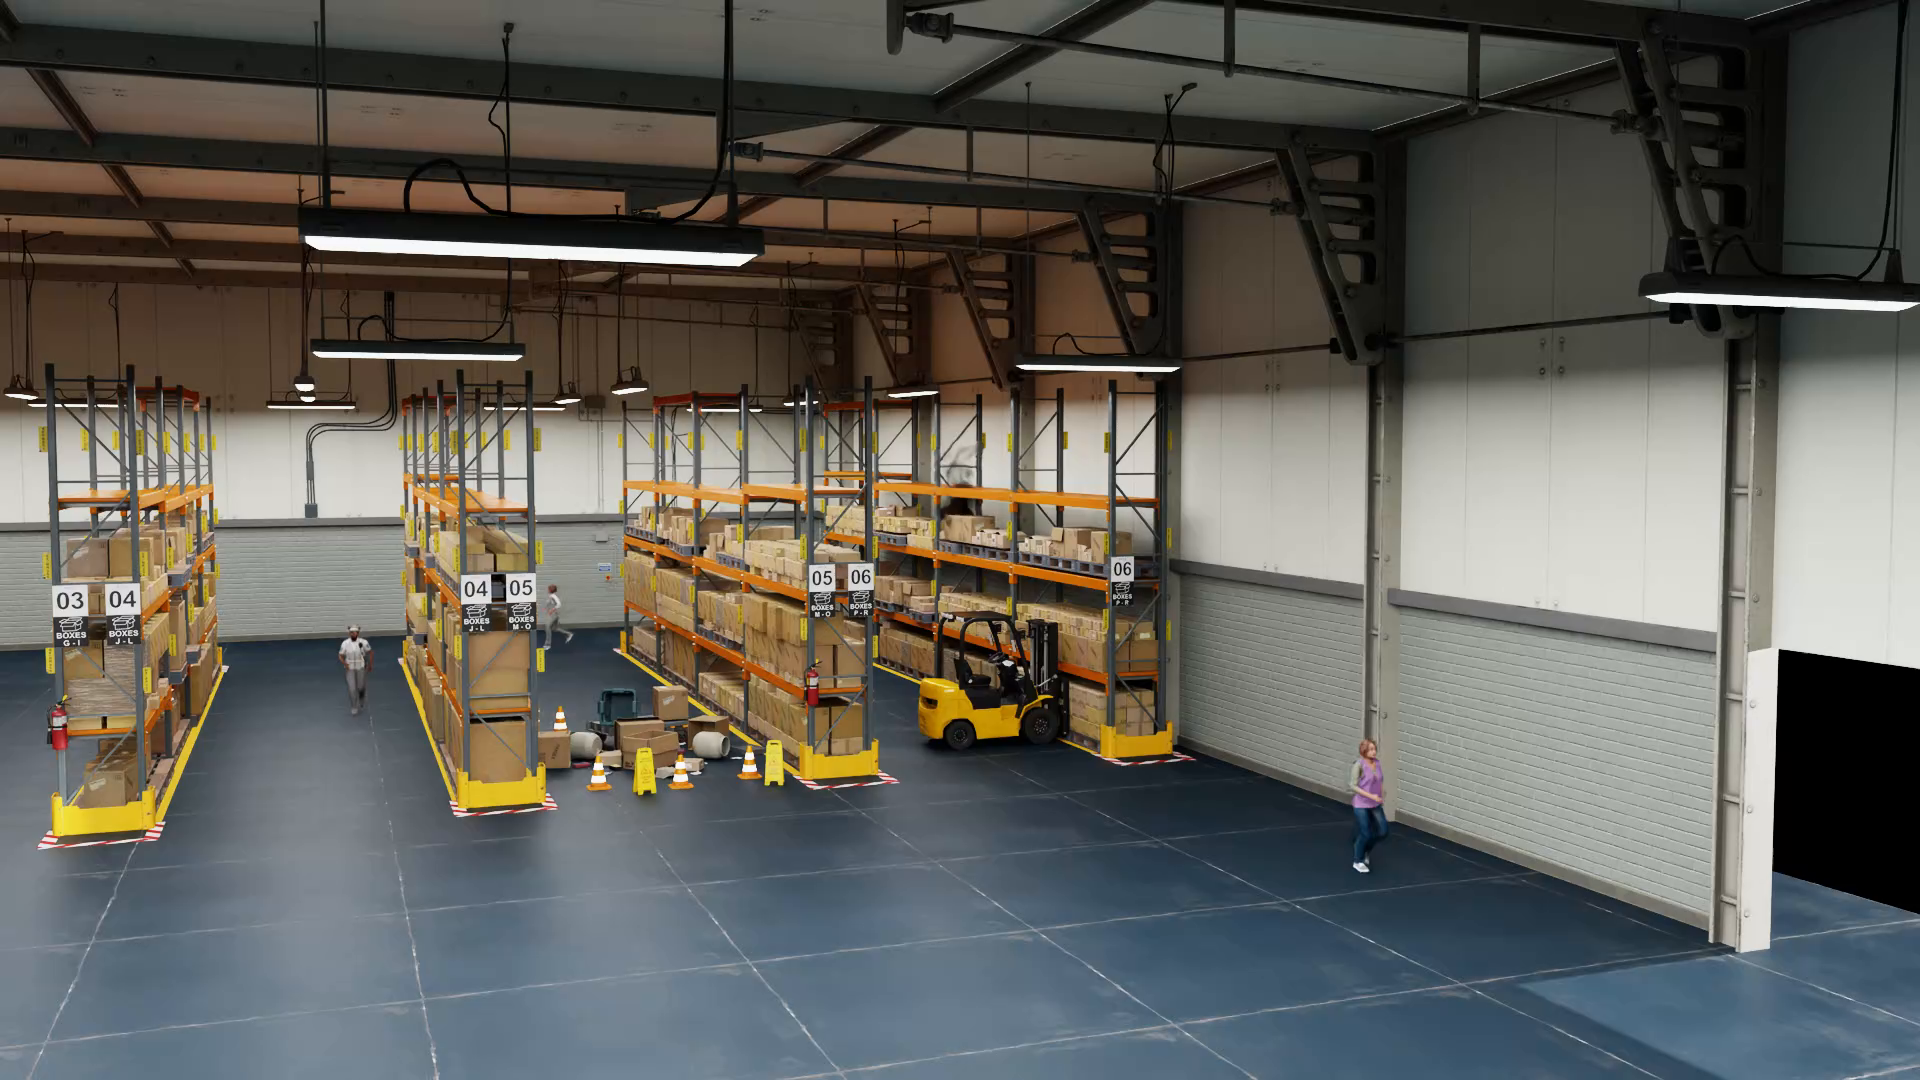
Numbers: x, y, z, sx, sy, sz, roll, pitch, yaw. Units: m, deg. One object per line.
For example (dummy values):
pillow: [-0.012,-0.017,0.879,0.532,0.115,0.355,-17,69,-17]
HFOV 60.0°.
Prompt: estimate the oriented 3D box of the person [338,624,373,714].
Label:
person: [-11.181,2.381,30.787,0.608,1.659,0.543,-1,4,-19]

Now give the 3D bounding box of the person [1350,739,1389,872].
person: [4.769,3.088,19.279,0.566,1.559,0.545,-2,4,-28]

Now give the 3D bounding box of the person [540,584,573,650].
person: [-9.783,1.867,40.310,0.806,1.595,0.549,-1,4,-19]
